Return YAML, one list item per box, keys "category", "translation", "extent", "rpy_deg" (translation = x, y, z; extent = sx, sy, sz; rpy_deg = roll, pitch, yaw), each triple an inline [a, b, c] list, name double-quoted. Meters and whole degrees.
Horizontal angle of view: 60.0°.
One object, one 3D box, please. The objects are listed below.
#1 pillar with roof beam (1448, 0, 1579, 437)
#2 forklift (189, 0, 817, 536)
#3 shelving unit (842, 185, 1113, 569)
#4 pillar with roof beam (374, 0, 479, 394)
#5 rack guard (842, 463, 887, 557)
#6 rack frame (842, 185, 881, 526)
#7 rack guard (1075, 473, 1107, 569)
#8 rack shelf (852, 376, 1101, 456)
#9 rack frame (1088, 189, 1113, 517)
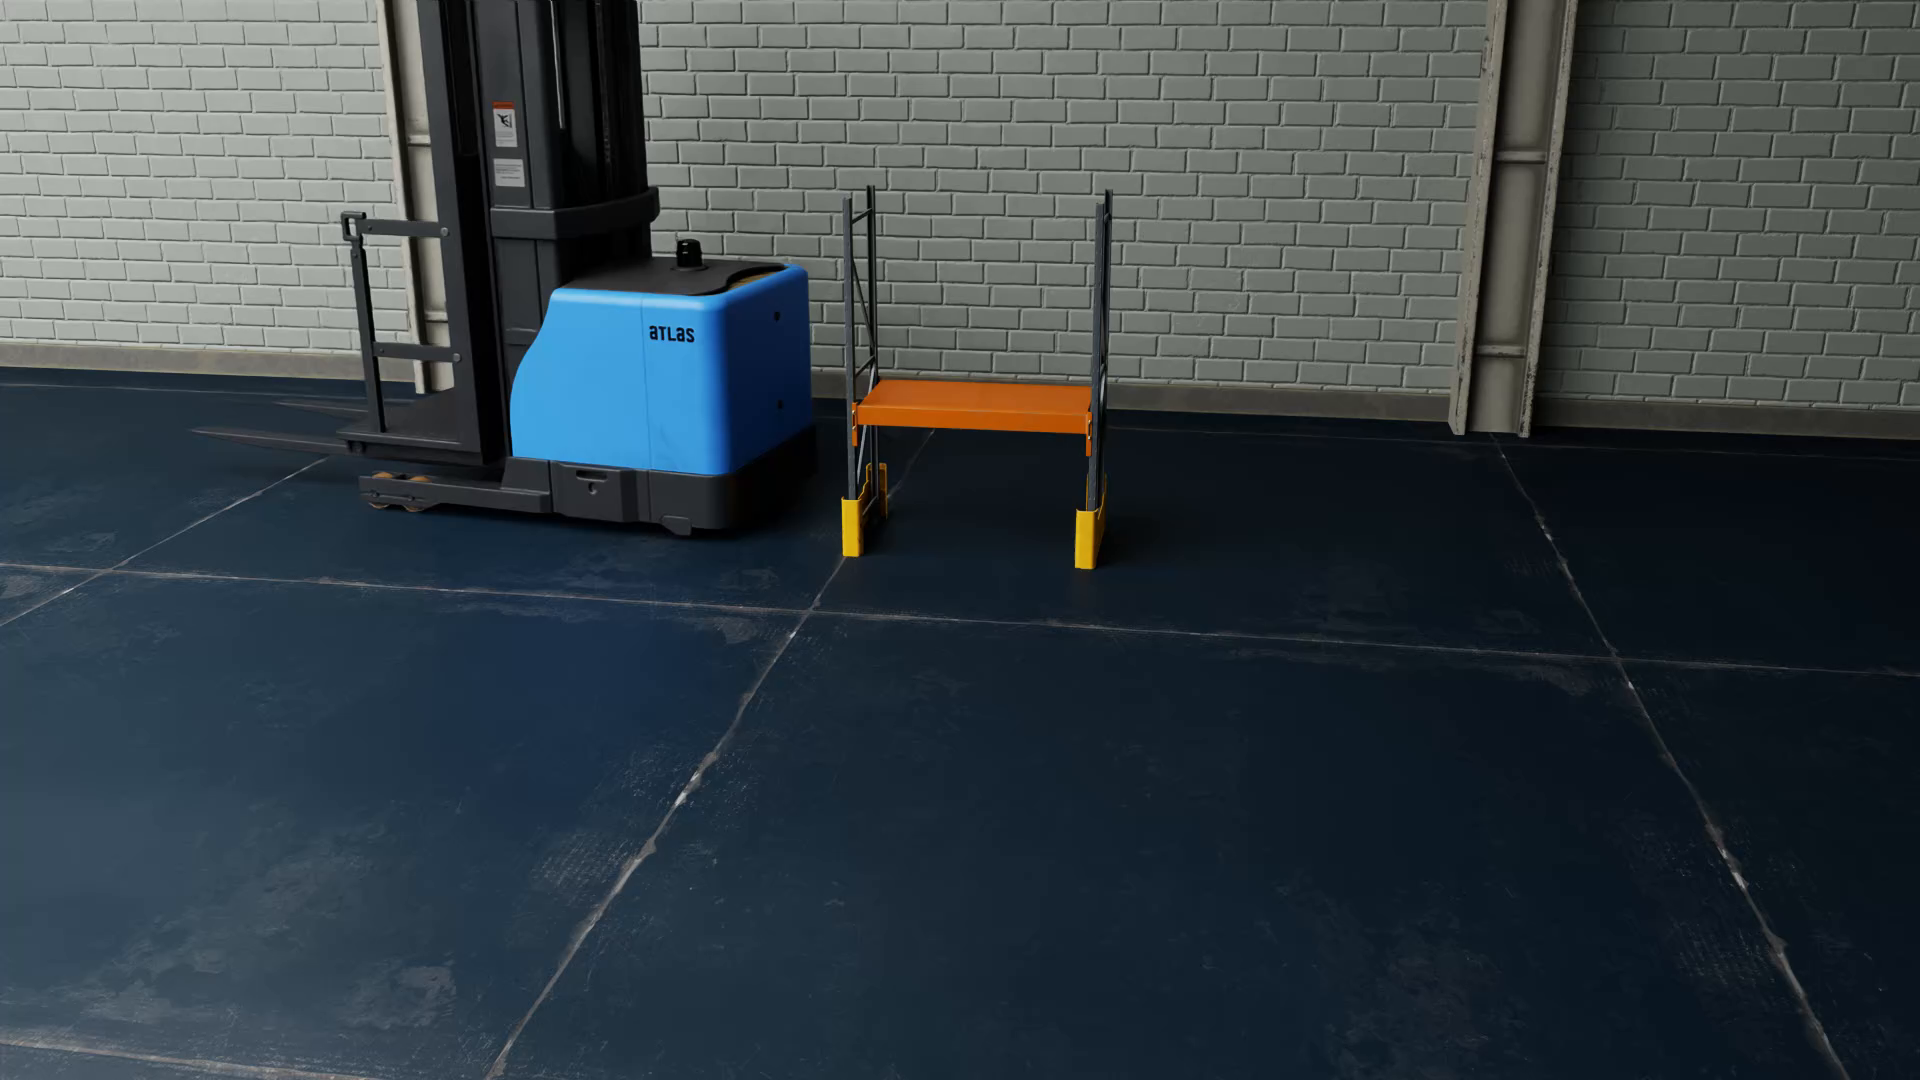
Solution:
- category: "pillar with roof beam"
  translation: [2.216, -3.529, 3.668]
  extent: [0.400, 9.000, 9.100]
  rpy_deg: [3, 19, 9]
- category: "forklift"
  translation: [-2.269, -1.667, 7.667]
  extent: [3.031, 2.935, 1.130]
  rpy_deg: [6, 19, 17]
- category: "shelving unit"
  translation: [0.075, -0.707, 7.054]
  extent: [1.083, 1.500, 0.587]
  rpy_deg: [3, 19, 9]
- category: "pillar with roof beam"
  translation: [-3.708, -3.831, 4.570]
  extent: [0.400, 9.000, 9.100]
  rpy_deg: [3, 19, 9]
- category: "rack guard"
  translation: [-0.416, -0.140, 7.327]
  extent: [0.087, 0.250, 0.587]
  rpy_deg: [3, 19, 9]
- category: "rack frame"
  translation: [-0.418, -0.733, 7.129]
  extent: [0.032, 1.500, 0.500]
  rpy_deg: [3, 19, 9]
- category: "rack guard"
  translation: [0.567, -0.090, 7.177]
  extent: [0.087, 0.250, 0.587]
  rpy_deg: [3, 19, 9]
- category: "rack shelf"
  translation: [0.084, -0.536, 7.109]
  extent: [1.000, 0.185, 0.538]
  rpy_deg: [3, 19, 9]
- category: "rack frame"
  translation: [0.586, -0.681, 6.976]
  extent: [0.032, 1.500, 0.500]
  rpy_deg: [3, 19, 9]
